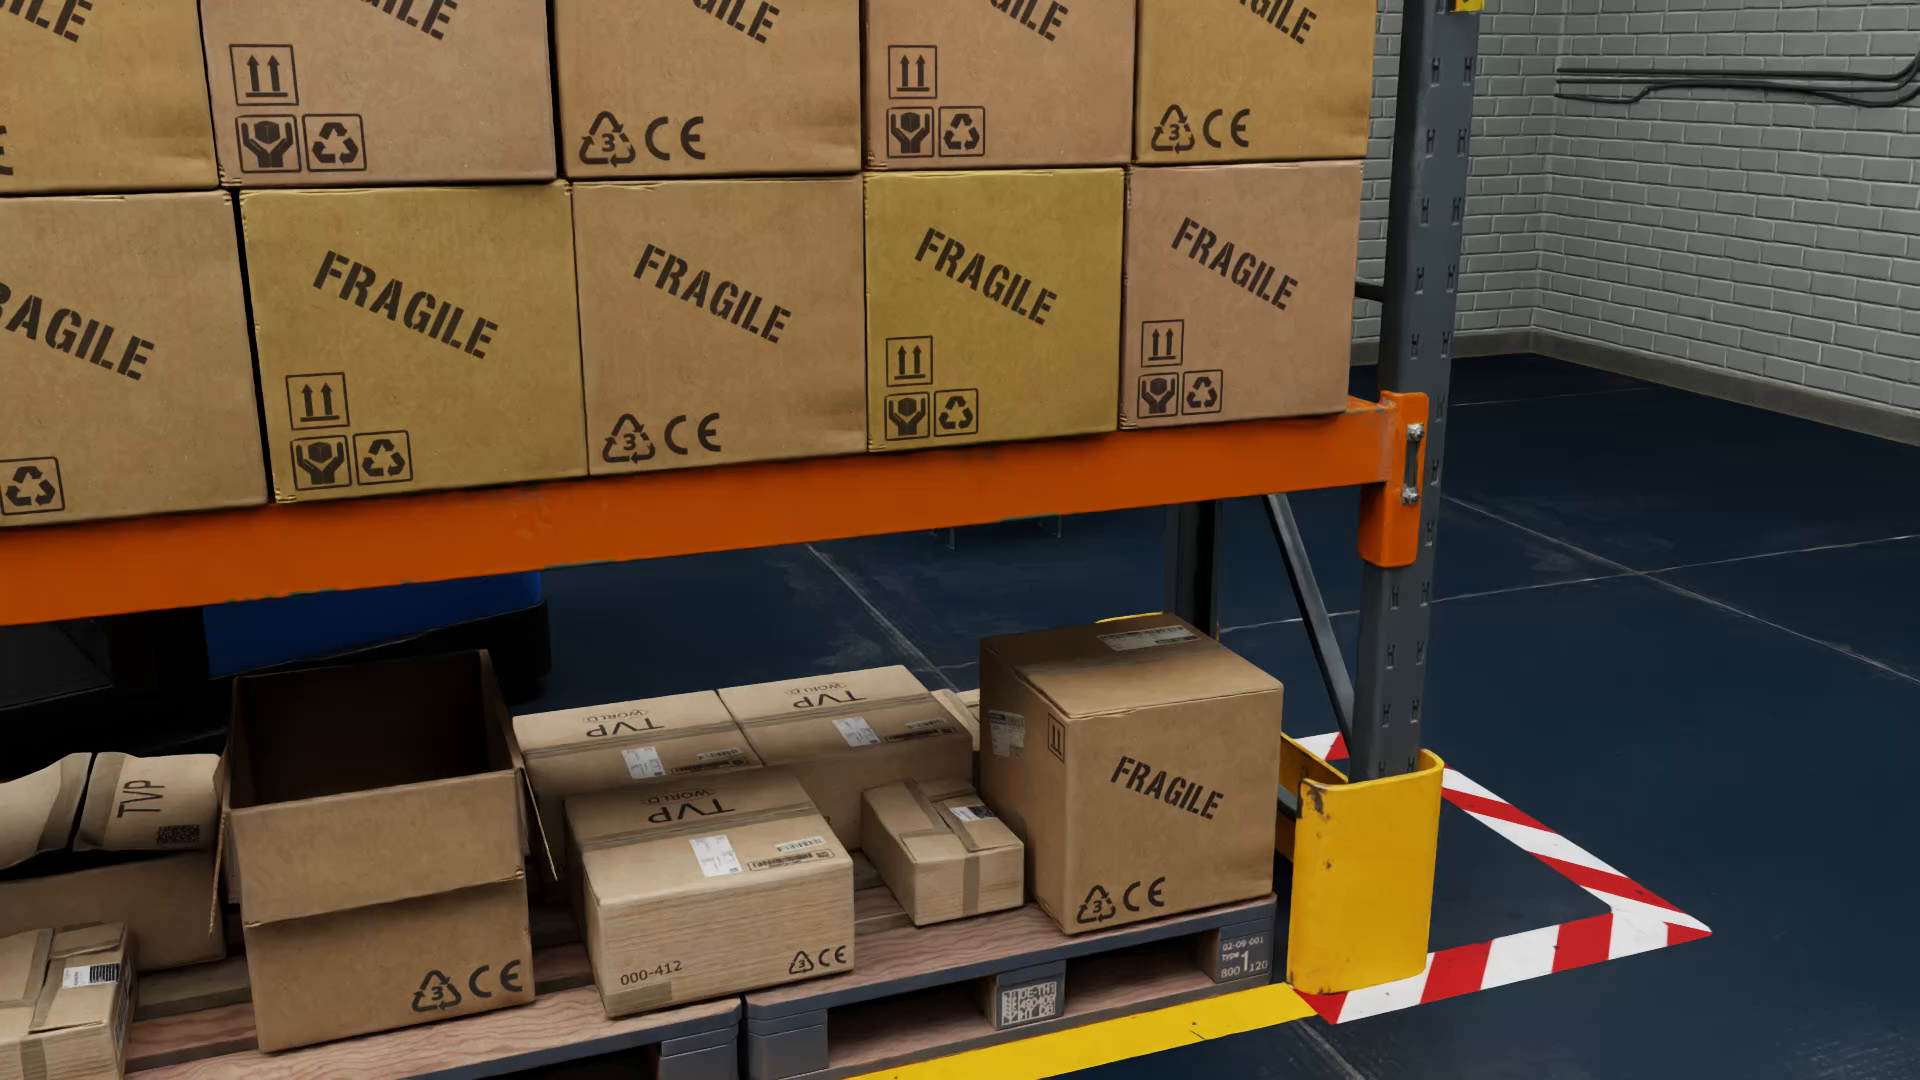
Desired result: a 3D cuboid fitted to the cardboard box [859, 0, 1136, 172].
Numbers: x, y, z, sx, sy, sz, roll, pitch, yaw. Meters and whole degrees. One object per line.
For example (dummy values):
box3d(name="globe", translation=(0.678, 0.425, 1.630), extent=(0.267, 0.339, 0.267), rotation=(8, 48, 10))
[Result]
box3d(name="cardboard box", translation=(-0.003, -0.966, 3.111), extent=(0.500, 0.500, 0.500), rotation=(-6, 17, -19))

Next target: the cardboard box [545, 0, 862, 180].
box3d(name="cardboard box", translation=(-0.486, -0.912, 2.929), extent=(0.500, 0.500, 0.500), rotation=(-6, 17, -19))

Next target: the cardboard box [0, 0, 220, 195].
box3d(name="cardboard box", translation=(-1.447, -0.808, 2.574), extent=(0.500, 0.500, 0.500), rotation=(-7, 18, -22))

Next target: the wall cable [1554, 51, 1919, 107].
box3d(name="wall cable", translation=(4.419, -3.774, 9.490), extent=(0.112, 2.526, 3.097), rotation=(-6, 17, -20))

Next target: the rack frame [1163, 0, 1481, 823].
box3d(name="rack frame", translation=(0.786, -0.606, 3.839), extent=(0.127, 3.000, 1.000), rotation=(-6, 17, -20))

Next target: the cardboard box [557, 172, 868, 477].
box3d(name="cardboard box", translation=(-0.486, -0.435, 3.080), extent=(0.500, 0.500, 0.500), rotation=(-6, 17, -20))

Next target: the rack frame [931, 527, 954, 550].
box3d(name="rack frame", translation=(-0.073, -0.568, 6.902), extent=(0.015, 1.200, 0.240), rotation=(-6, 17, -20))

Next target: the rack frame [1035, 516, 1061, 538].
box3d(name="rack frame", translation=(0.382, -0.617, 7.070), extent=(0.015, 1.200, 0.240), rotation=(-6, 17, -20))

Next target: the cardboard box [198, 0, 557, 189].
box3d(name="cardboard box", translation=(-0.965, -0.860, 2.752), extent=(0.500, 0.500, 0.500), rotation=(-6, 17, -18))

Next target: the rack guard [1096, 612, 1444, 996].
box3d(name="rack guard", translation=(0.715, 0.601, 4.165), extent=(0.348, 0.500, 1.175), rotation=(-6, 17, -20))

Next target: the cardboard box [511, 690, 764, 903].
box3d(name="cardboard box", translation=(-0.758, 0.583, 3.889), extent=(0.500, 0.250, 0.500), rotation=(-6, 17, -20))

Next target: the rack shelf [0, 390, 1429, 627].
box3d(name="rack shelf", translation=(-1.082, -0.060, 3.254), extent=(4.000, 0.370, 1.077), rotation=(-6, 17, -20))

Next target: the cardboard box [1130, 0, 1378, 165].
box3d(name="cardboard box", translation=(0.468, -1.017, 3.285), extent=(0.500, 0.500, 0.500), rotation=(-6, 18, -21))

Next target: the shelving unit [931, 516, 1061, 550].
box3d(name="shelving unit", translation=(0.155, -0.592, 6.986), extent=(0.503, 1.200, 0.258), rotation=(-6, 17, -20))

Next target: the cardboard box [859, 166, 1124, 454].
box3d(name="cardboard box", translation=(-0.018, -0.484, 3.246), extent=(0.500, 0.500, 0.500), rotation=(-6, 17, -20))

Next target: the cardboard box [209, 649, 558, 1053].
box3d(name="cardboard box", translation=(-1.197, 0.593, 3.405), extent=(0.637, 0.503, 0.797), rotation=(-6, 17, -20))

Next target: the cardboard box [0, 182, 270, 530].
box3d(name="cardboard box", translation=(-1.431, -0.333, 2.731), extent=(0.500, 0.500, 0.500), rotation=(-6, 17, -20))

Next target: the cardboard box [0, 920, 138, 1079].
box3d(name="cardboard box", translation=(-1.676, 0.870, 3.059), extent=(0.250, 0.166, 0.380), rotation=(-6, 17, -20))

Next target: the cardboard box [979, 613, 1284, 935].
box3d(name="cardboard box", translation=(0.366, 0.502, 3.722), extent=(0.500, 0.500, 0.500), rotation=(-6, 17, -20))

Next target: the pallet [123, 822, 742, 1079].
box3d(name="pallet", translation=(-1.167, 0.942, 3.516), extent=(1.213, 0.211, 1.003), rotation=(-6, 17, -20))

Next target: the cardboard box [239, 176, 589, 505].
box3d(name="cardboard box", translation=(-0.957, -0.385, 2.907), extent=(0.500, 0.500, 0.500), rotation=(-6, 18, -21))

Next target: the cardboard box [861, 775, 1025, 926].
box3d(name="cardboard box", translation=(-0.044, 0.679, 3.711), extent=(0.250, 0.166, 0.380), rotation=(-6, 17, -20))

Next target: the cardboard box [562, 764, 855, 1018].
box3d(name="cardboard box", translation=(-0.532, 0.709, 3.458), extent=(0.500, 0.250, 0.500), rotation=(-6, 17, -20))

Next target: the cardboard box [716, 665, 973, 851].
box3d(name="cardboard box", translation=(-0.291, 0.532, 4.061), extent=(0.500, 0.250, 0.500), rotation=(-6, 17, -20))

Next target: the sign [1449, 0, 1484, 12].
box3d(name="sign", translation=(0.965, -1.165, 3.128), extent=(0.005, 0.325, 0.100), rotation=(-6, 17, -20))

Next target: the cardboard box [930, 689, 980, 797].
box3d(name="cardboard box", translation=(0.038, 0.519, 4.255), extent=(0.250, 0.166, 0.380), rotation=(-6, 17, -20))

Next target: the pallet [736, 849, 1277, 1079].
box3d(name="pallet", translation=(-0.030, 0.820, 3.932), extent=(1.213, 0.211, 1.003), rotation=(-6, 17, -20))

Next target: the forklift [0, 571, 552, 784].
box3d(name="forklift", translation=(-2.782, -0.749, 4.447), extent=(3.031, 2.935, 1.130), rotation=(-13, 21, -38))

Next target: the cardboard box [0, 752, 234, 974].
box3d(name="cardboard box", translation=(-1.819, 0.668, 3.490), extent=(0.500, 0.311, 0.500), rotation=(-6, 17, -20))

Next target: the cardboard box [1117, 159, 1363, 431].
box3d(name="cardboard box", translation=(0.465, -0.538, 3.428), extent=(0.500, 0.500, 0.500), rotation=(-6, 17, -18))
